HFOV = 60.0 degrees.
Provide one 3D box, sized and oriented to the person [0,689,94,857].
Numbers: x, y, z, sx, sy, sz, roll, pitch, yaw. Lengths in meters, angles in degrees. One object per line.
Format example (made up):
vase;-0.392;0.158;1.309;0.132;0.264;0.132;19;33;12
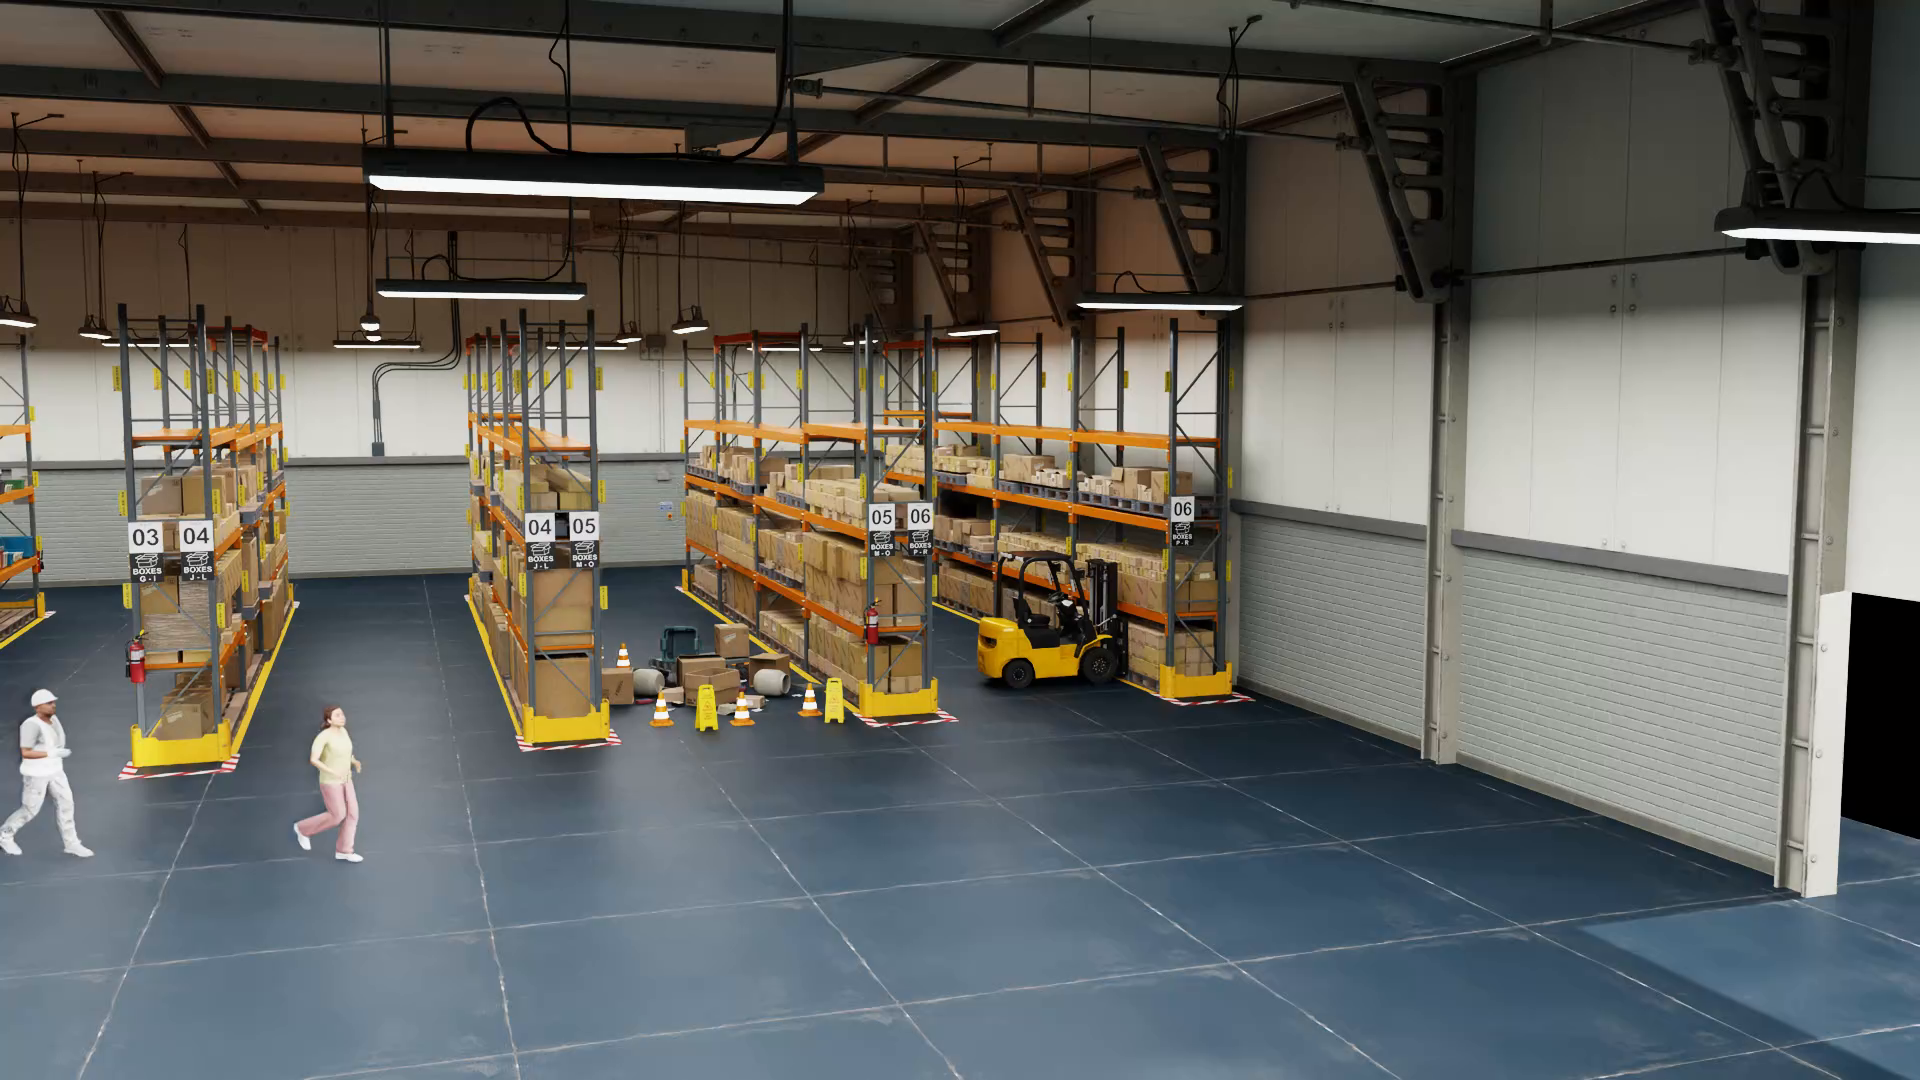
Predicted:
person;-9.633;2.448;17.409;0.977;1.785;0.645;0;5;4

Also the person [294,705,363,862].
person;-6.608;2.543;17.486;0.722;1.652;0.584;2;6;16
